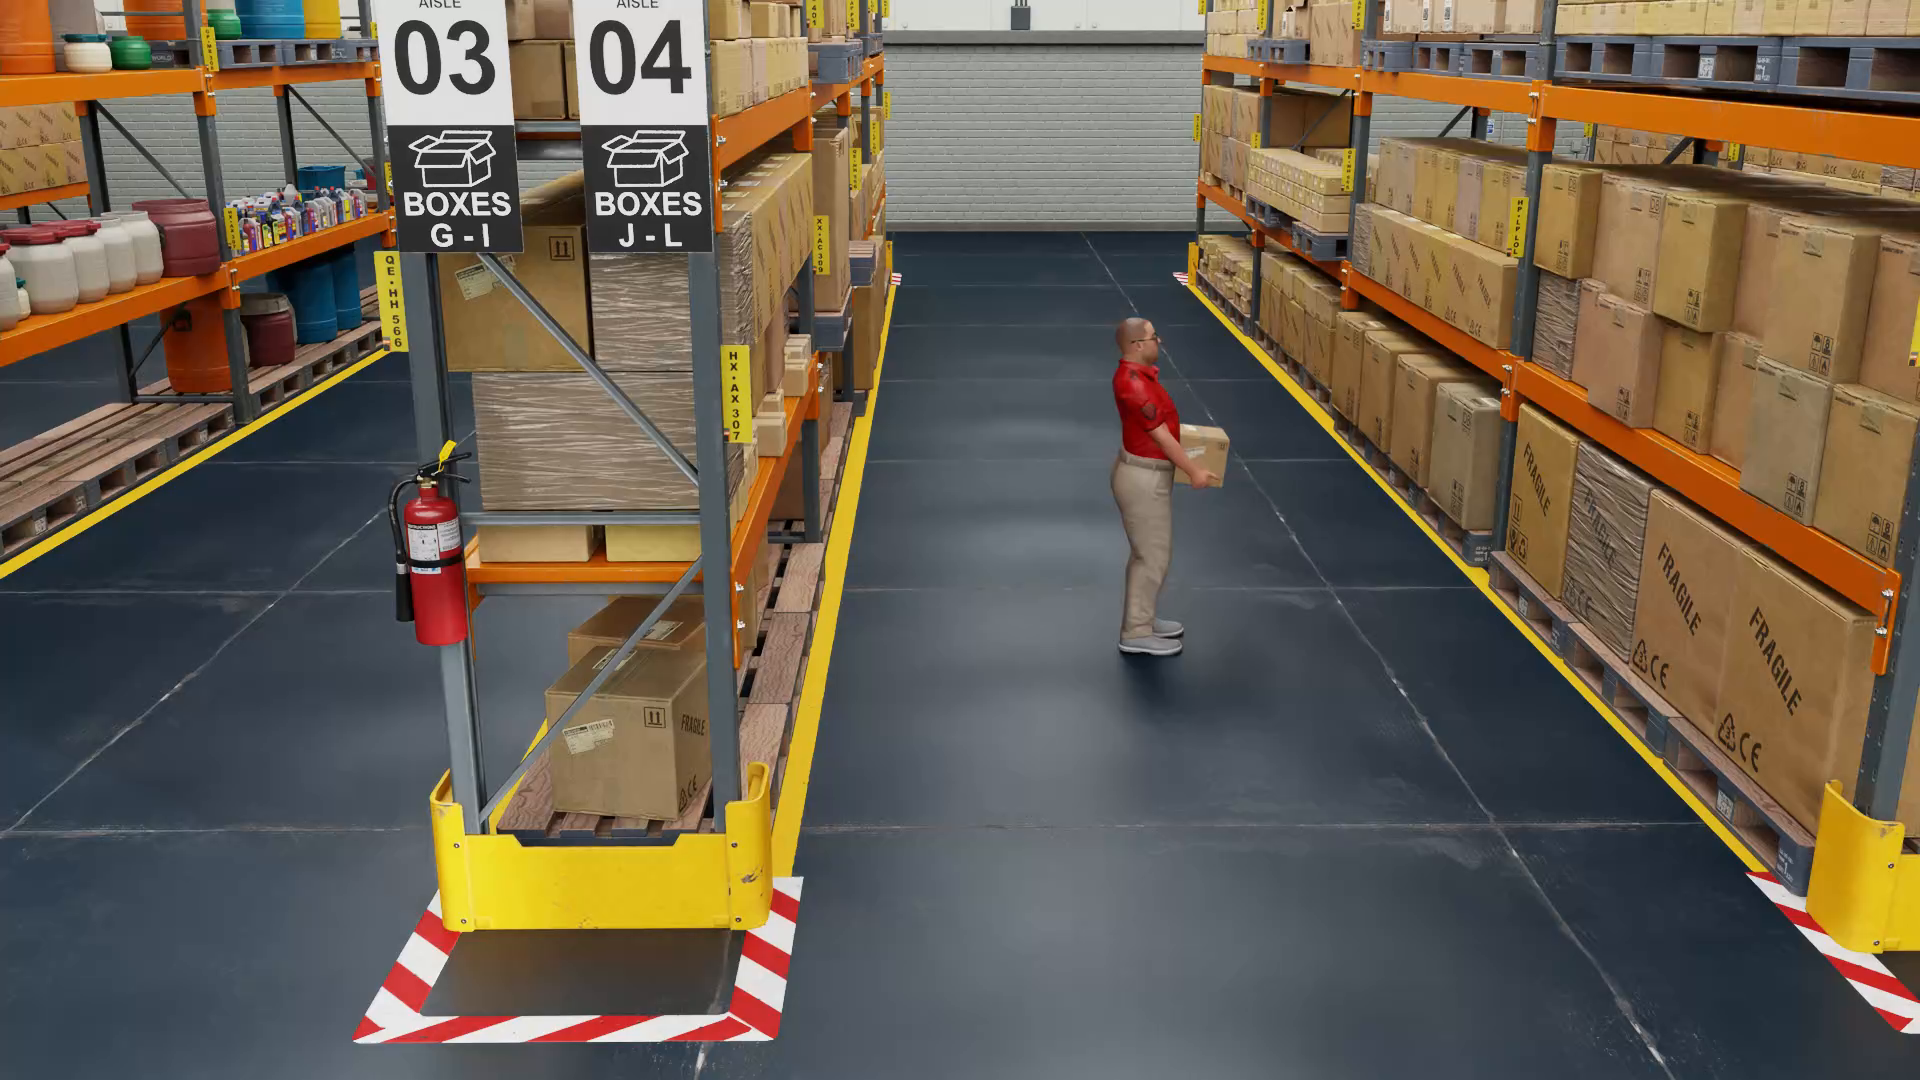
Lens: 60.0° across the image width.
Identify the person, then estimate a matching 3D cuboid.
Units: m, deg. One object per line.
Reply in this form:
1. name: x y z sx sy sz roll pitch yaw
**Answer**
1. person: 1.040 -0.322 8.523 0.538 1.641 0.494 0 17 0
